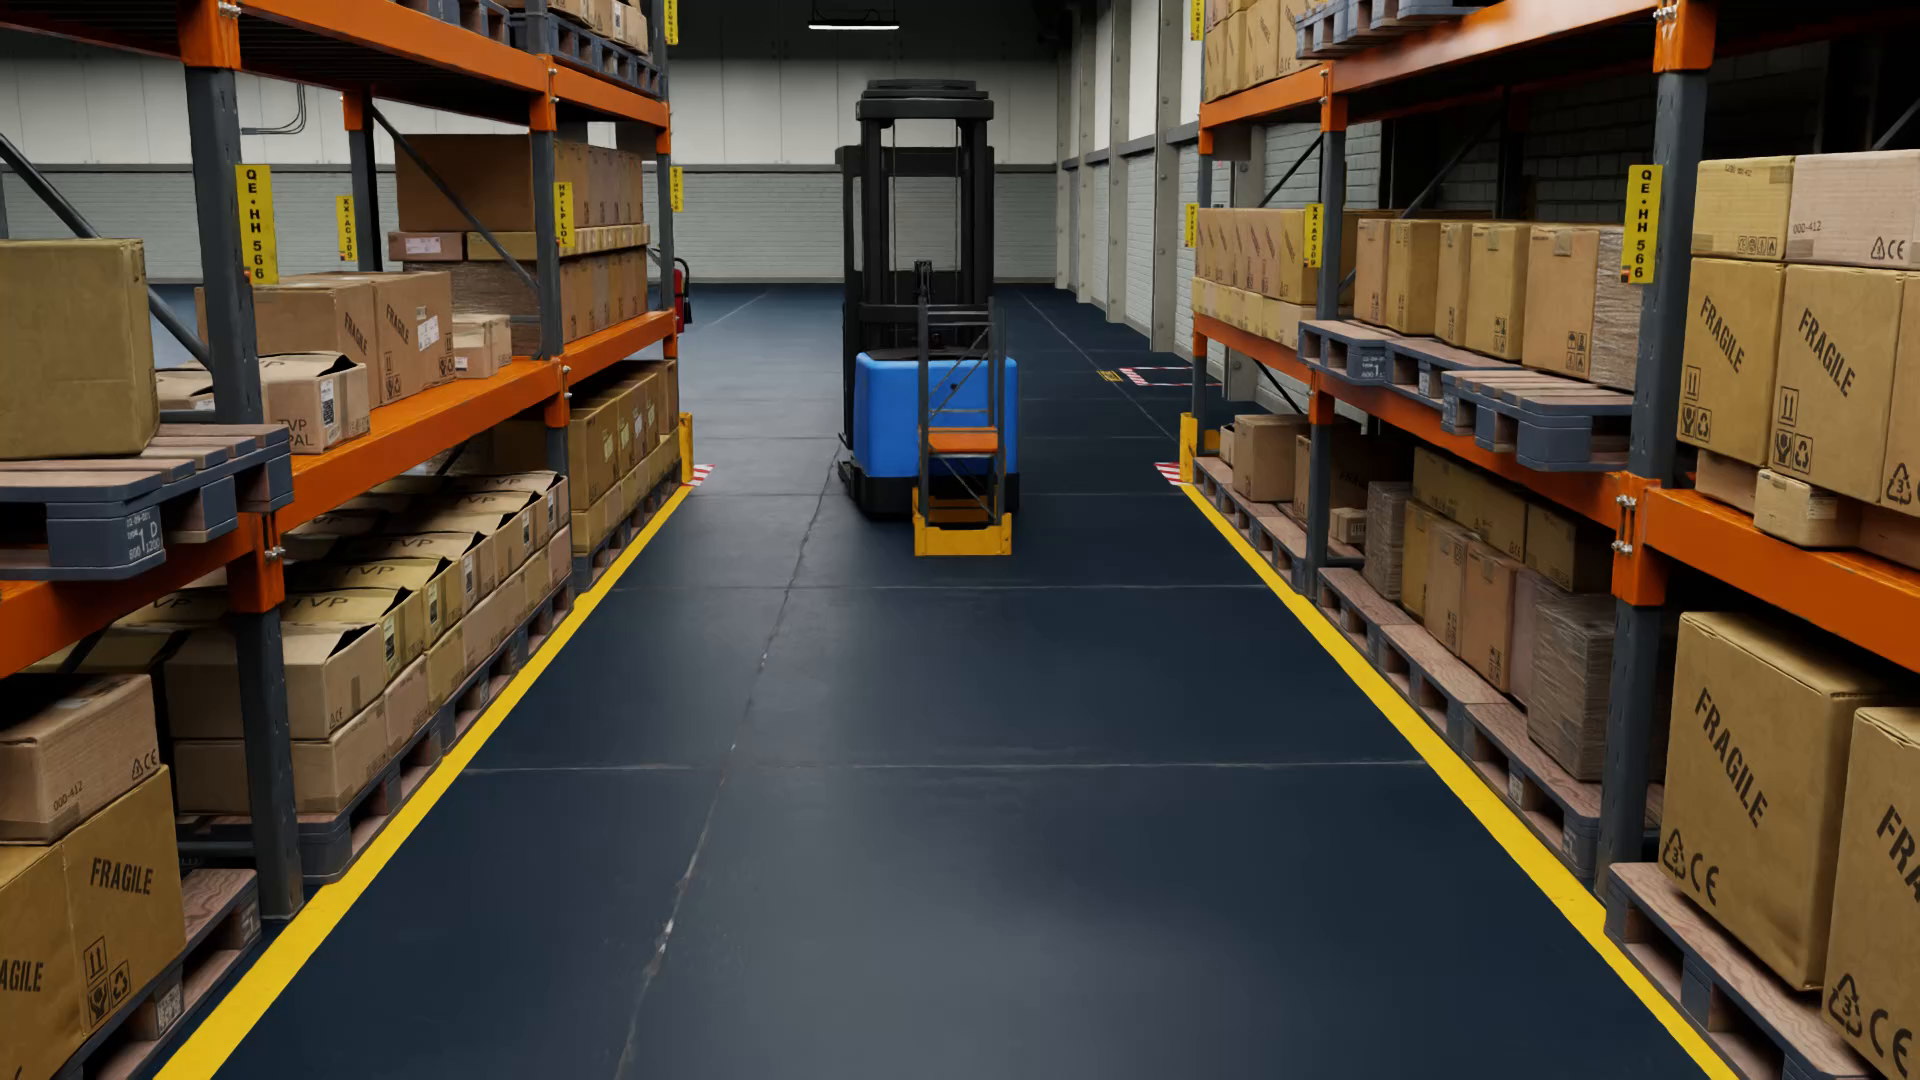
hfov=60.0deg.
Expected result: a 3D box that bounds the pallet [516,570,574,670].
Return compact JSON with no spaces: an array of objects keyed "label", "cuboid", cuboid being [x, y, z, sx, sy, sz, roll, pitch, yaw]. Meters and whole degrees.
[{"label":"pallet","cuboid":[-2.521,0.377,8.170,1.003,0.211,1.213,0,11,-1]}]

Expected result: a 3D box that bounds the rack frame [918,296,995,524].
[{"label":"rack frame","cuboid":[-0.025,-0.847,10.963,0.500,1.500,0.032,0,11,-2]}]

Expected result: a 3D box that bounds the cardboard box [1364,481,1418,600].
[{"label":"cardboard box","cuboid":[2.409,-0.001,8.202,0.700,0.500,0.500,0,11,1]}]

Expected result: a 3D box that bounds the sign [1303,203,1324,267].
[{"label":"sign","cuboid":[1.835,-1.578,8.613,0.100,0.325,0.005,0,11,-1]}]

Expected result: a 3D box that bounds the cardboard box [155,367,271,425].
[{"label":"cardboard box","cuboid":[-2.457,-0.370,5.061,0.500,0.311,0.500,0,11,2]}]

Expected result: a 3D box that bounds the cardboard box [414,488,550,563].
[{"label":"cardboard box","cuboid":[-2.264,-0.086,7.889,0.500,0.311,0.500,0,11,0]}]

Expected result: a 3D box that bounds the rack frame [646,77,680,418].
[{"label":"rack frame","cuboid":[-2.658,-1.931,12.533,1.000,3.000,0.127,0,11,-1]}]

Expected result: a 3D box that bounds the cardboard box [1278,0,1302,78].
[{"label":"cardboard box","cuboid":[2.122,-2.886,9.393,0.500,0.500,0.500,-1,12,-6]}]

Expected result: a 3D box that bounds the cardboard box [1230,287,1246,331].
[{"label":"cardboard box","cuboid":[2.025,-1.485,10.663,0.500,0.250,0.500,0,11,-1]}]

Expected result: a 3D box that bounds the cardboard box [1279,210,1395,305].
[{"label":"cardboard box","cuboid":[2.058,-1.554,9.113,0.500,0.500,0.500,0,11,-1]}]

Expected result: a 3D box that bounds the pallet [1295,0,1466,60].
[{"label":"pallet","cuboid":[2.283,-2.412,7.831,1.213,0.211,1.003,0,11,-1]}]

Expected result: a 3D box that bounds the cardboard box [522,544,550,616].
[{"label":"cardboard box","cuboid":[-2.269,0.188,7.950,0.500,0.250,0.500,0,11,-2]}]

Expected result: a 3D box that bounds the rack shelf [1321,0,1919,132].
[{"label":"rack shelf","cuboid":[2.418,-1.877,6.532,1.077,0.370,4.000,0,11,-1]}]

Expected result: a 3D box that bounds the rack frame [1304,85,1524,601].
[{"label":"rack frame","cuboid":[2.377,-1.157,8.718,1.000,3.000,0.127,0,11,-1]}]

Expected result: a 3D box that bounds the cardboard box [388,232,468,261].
[{"label":"cardboard box","cuboid":[-2.795,-1.556,8.802,0.380,0.149,0.250,0,11,-1]}]

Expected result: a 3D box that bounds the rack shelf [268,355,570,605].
[{"label":"rack shelf","cuboid":[-2.534,-0.386,6.726,1.077,0.370,4.000,0,11,-1]}]

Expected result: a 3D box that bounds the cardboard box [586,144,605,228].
[{"label":"cardboard box","cuboid":[-2.622,-2.208,10.385,0.700,0.500,0.500,0,11,-1]}]

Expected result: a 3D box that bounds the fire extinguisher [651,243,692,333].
[{"label":"fire extinguisher","cuboid":[-2.196,-1.919,12.666,0.296,0.674,0.183,0,11,-1]}]

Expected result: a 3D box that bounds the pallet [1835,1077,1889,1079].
[{"label":"pallet","cuboid":[2.423,1.404,3.110,1.003,0.211,1.213,0,11,-1]}]

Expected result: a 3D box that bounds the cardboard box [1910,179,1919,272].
[{"label":"cardboard box","cuboid":[2.237,-0.637,3.216,0.500,0.250,0.500,0,11,-1]}]

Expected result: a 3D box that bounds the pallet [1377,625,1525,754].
[{"label":"pallet","cuboid":[2.423,0.607,7.034,1.003,0.211,1.213,0,11,-1]}]

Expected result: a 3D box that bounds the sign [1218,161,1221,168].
[{"label":"sign","cuboid":[3.136,-4.639,20.050,0.001,0.298,0.199,0,11,-1]}]

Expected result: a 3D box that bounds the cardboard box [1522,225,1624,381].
[{"label":"cardboard box","cuboid":[2.401,-0.831,5.752,0.700,0.500,0.500,-1,12,-7]}]

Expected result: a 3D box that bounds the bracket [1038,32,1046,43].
[{"label":"bracket","cuboid":[2.141,-13.036,43.131,0.235,0.232,0.430,0,11,-1]}]

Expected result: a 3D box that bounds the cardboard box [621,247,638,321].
[{"label":"cardboard box","cuboid":[-2.646,-1.783,11.551,0.700,0.500,0.500,0,11,0]}]

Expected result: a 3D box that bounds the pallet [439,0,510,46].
[{"label":"pallet","cuboid":[-2.544,-2.337,7.471,0.805,0.209,1.217,-1,11,-3]}]

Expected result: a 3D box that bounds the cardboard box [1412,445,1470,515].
[{"label":"cardboard box","cuboid":[2.421,-0.281,7.696,0.500,0.250,0.500,0,11,-2]}]

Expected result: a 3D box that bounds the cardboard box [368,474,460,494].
[{"label":"cardboard box","cuboid":[-2.816,-0.186,8.380,0.500,0.311,0.500,0,11,-1]}]

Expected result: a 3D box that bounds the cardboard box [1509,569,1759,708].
[{"label":"cardboard box","cuboid":[2.498,0.402,6.215,0.700,0.500,0.500,0,11,-1]}]

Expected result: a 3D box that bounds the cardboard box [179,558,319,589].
[{"label":"cardboard box","cuboid":[-2.775,0.219,6.383,0.500,0.311,0.500,0,11,-2]}]

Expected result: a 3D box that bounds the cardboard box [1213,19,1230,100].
[{"label":"cardboard box","cuboid":[2.027,-3.307,11.468,0.500,0.500,0.500,1,11,3]}]

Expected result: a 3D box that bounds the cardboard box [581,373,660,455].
[{"label":"cardboard box","cuboid":[-2.314,-0.853,11.192,0.500,0.500,0.500,0,11,-1]}]

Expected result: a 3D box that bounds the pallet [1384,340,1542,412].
[{"label":"pallet","cuboid":[2.378,-0.661,6.757,1.003,0.211,1.213,0,11,-1]}]

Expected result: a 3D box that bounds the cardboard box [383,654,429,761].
[{"label":"cardboard box","cuboid":[-2.221,0.596,5.938,0.500,0.250,0.500,-1,11,-3]}]

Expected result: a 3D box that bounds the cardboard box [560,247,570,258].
[{"label":"cardboard box","cuboid":[-2.400,-1.658,9.306,0.380,0.149,0.250,-1,11,-3]}]

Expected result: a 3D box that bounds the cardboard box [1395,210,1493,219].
[{"label":"cardboard box","cuboid":[2.576,-1.555,9.121,0.500,0.500,0.500,-1,11,-2]}]

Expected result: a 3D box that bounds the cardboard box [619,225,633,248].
[{"label":"cardboard box","cuboid":[-2.445,-2.070,11.335,0.380,0.149,0.250,0,11,0]}]

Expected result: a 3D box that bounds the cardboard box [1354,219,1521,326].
[{"label":"cardboard box","cuboid":[2.353,-1.320,8.165,0.700,0.500,0.500,0,11,-1]}]

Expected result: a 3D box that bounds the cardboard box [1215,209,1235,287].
[{"label":"cardboard box","cuboid":[2.008,-1.959,11.111,0.500,0.500,0.500,-1,11,-3]}]

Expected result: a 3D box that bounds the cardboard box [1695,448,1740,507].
[{"label":"cardboard box","cuboid":[2.235,-0.182,4.495,0.380,0.149,0.250,0,11,-2]}]

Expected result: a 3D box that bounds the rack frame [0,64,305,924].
[{"label":"rack frame","cuboid":[-2.493,-0.341,4.695,1.000,3.000,0.127,0,11,-1]}]

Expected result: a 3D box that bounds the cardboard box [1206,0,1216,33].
[{"label":"cardboard box","cuboid":[2.059,-3.893,11.845,0.500,0.500,0.500,-1,12,-5]}]

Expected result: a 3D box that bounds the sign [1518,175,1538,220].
[{"label":"sign","cuboid":[2.932,-1.727,8.618,0.100,0.325,0.005,0,11,-1]}]

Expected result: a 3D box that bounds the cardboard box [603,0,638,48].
[{"label":"cardboard box","cuboid":[-2.359,-3.294,10.521,0.500,0.311,0.500,1,12,6]}]

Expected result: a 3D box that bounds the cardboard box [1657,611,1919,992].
[{"label":"cardboard box","cuboid":[2.344,0.633,4.248,0.750,0.750,0.750,0,11,-2]}]

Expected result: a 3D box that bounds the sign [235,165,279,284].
[{"label":"sign","cuboid":[-1.951,-0.874,4.608,0.100,0.325,0.005,0,11,-1]}]

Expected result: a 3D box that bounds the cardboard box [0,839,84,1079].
[{"label":"cardboard box","cuboid":[-2.229,0.956,3.481,0.500,0.500,0.500,-1,11,-3]}]

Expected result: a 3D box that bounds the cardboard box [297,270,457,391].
[{"label":"cardboard box","cuboid":[-2.565,-0.928,7.335,0.500,0.500,0.500,1,11,3]}]

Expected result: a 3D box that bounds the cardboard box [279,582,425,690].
[{"label":"cardboard box","cuboid":[-2.229,0.316,5.904,0.500,0.311,0.500,-1,11,-3]}]

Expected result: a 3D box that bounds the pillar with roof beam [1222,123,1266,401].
[{"label":"pillar with roof beam","cuboid":[-1.255,-5.932,17.164,9.100,9.000,0.400,0,11,-1]}]

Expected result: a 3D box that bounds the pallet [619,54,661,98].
[{"label":"pallet","cuboid":[-2.670,-3.217,11.551,1.003,0.211,1.213,0,11,-1]}]

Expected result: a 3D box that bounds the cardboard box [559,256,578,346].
[{"label":"cardboard box","cuboid":[-2.609,-1.378,9.555,0.700,0.500,0.500,0,11,-2]}]

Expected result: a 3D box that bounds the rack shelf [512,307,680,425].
[{"label":"rack shelf","cuboid":[-2.617,-1.181,10.645,1.077,0.370,4.000,0,11,-1]}]

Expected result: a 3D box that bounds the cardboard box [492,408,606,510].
[{"label":"cardboard box","cuboid":[-2.272,-0.455,9.232,0.500,0.500,0.500,0,11,-1]}]

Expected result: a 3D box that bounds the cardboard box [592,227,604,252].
[{"label":"cardboard box","cuboid":[-2.423,-1.865,10.325,0.380,0.149,0.250,0,11,-2]}]

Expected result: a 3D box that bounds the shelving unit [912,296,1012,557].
[{"label":"shelving unit","cuboid":[-0.003,-0.744,10.456,0.587,1.500,1.083,0,11,-2]}]

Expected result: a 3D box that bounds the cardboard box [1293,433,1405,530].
[{"label":"cardboard box","cuboid":[2.315,-0.354,9.939,0.500,0.500,0.500,-1,12,-5]}]

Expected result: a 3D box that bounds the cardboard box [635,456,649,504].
[{"label":"cardboard box","cuboid":[-2.309,-0.386,10.776,0.500,0.250,0.500,0,11,-1]}]

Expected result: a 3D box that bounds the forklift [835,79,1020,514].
[{"label":"forklift","cuboid":[-0.337,-1.858,12.345,1.130,2.935,3.031,-2,12,-9]}]
